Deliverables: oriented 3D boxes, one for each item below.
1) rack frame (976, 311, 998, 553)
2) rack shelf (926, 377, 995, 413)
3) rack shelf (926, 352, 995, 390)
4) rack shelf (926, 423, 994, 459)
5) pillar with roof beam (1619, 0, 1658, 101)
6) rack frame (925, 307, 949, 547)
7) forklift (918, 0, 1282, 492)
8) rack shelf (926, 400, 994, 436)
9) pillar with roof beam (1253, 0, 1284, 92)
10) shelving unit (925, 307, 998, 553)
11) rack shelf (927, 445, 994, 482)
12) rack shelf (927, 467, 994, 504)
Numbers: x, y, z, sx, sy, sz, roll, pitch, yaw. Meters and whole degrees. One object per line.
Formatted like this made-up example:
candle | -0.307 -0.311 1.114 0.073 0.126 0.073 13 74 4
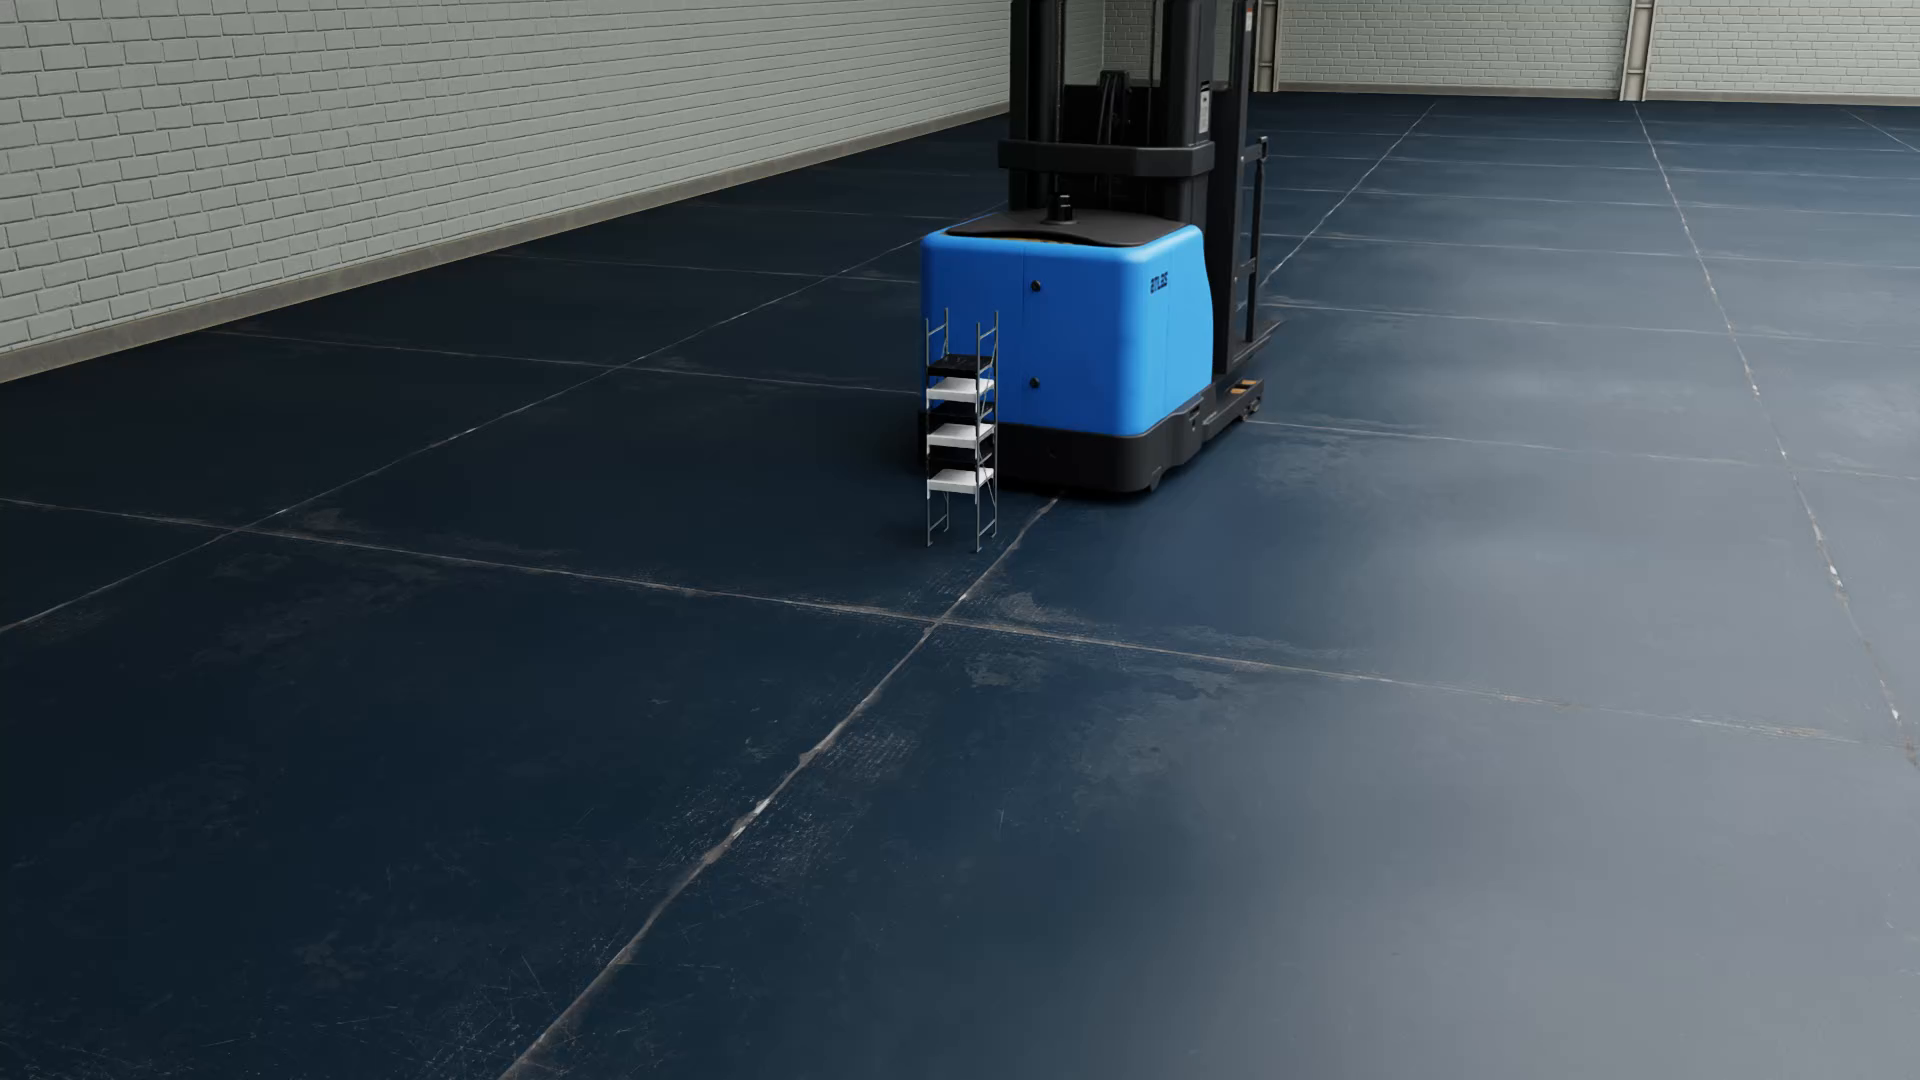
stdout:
rack frame | 0.104 -0.413 6.394 0.006 0.900 0.240 7 20 18
rack shelf | 0.008 -0.563 6.377 0.200 0.077 0.258 7 20 18
rack shelf | 0.008 -0.648 6.348 0.200 0.077 0.258 7 20 18
rack shelf | 0.008 -0.393 6.437 0.200 0.077 0.258 7 20 18
pillar with roof beam | 9.616 -10.134 21.977 0.400 9.000 9.100 7 20 18
rack frame | -0.088 -0.435 6.457 0.006 0.900 0.240 7 20 18
forklift | 0.895 -2.026 7.937 1.130 2.935 3.031 9 21 23
rack shelf | 0.008 -0.478 6.407 0.200 0.077 0.258 7 20 18
pillar with roof beam | 3.948 -10.782 23.836 0.400 9.000 9.100 7 20 18
shelving unit | 0.008 -0.424 6.426 0.210 0.900 0.258 7 20 18
rack shelf | 0.008 -0.308 6.466 0.200 0.077 0.258 7 20 18
rack shelf | 0.008 -0.223 6.496 0.200 0.077 0.258 7 20 18
